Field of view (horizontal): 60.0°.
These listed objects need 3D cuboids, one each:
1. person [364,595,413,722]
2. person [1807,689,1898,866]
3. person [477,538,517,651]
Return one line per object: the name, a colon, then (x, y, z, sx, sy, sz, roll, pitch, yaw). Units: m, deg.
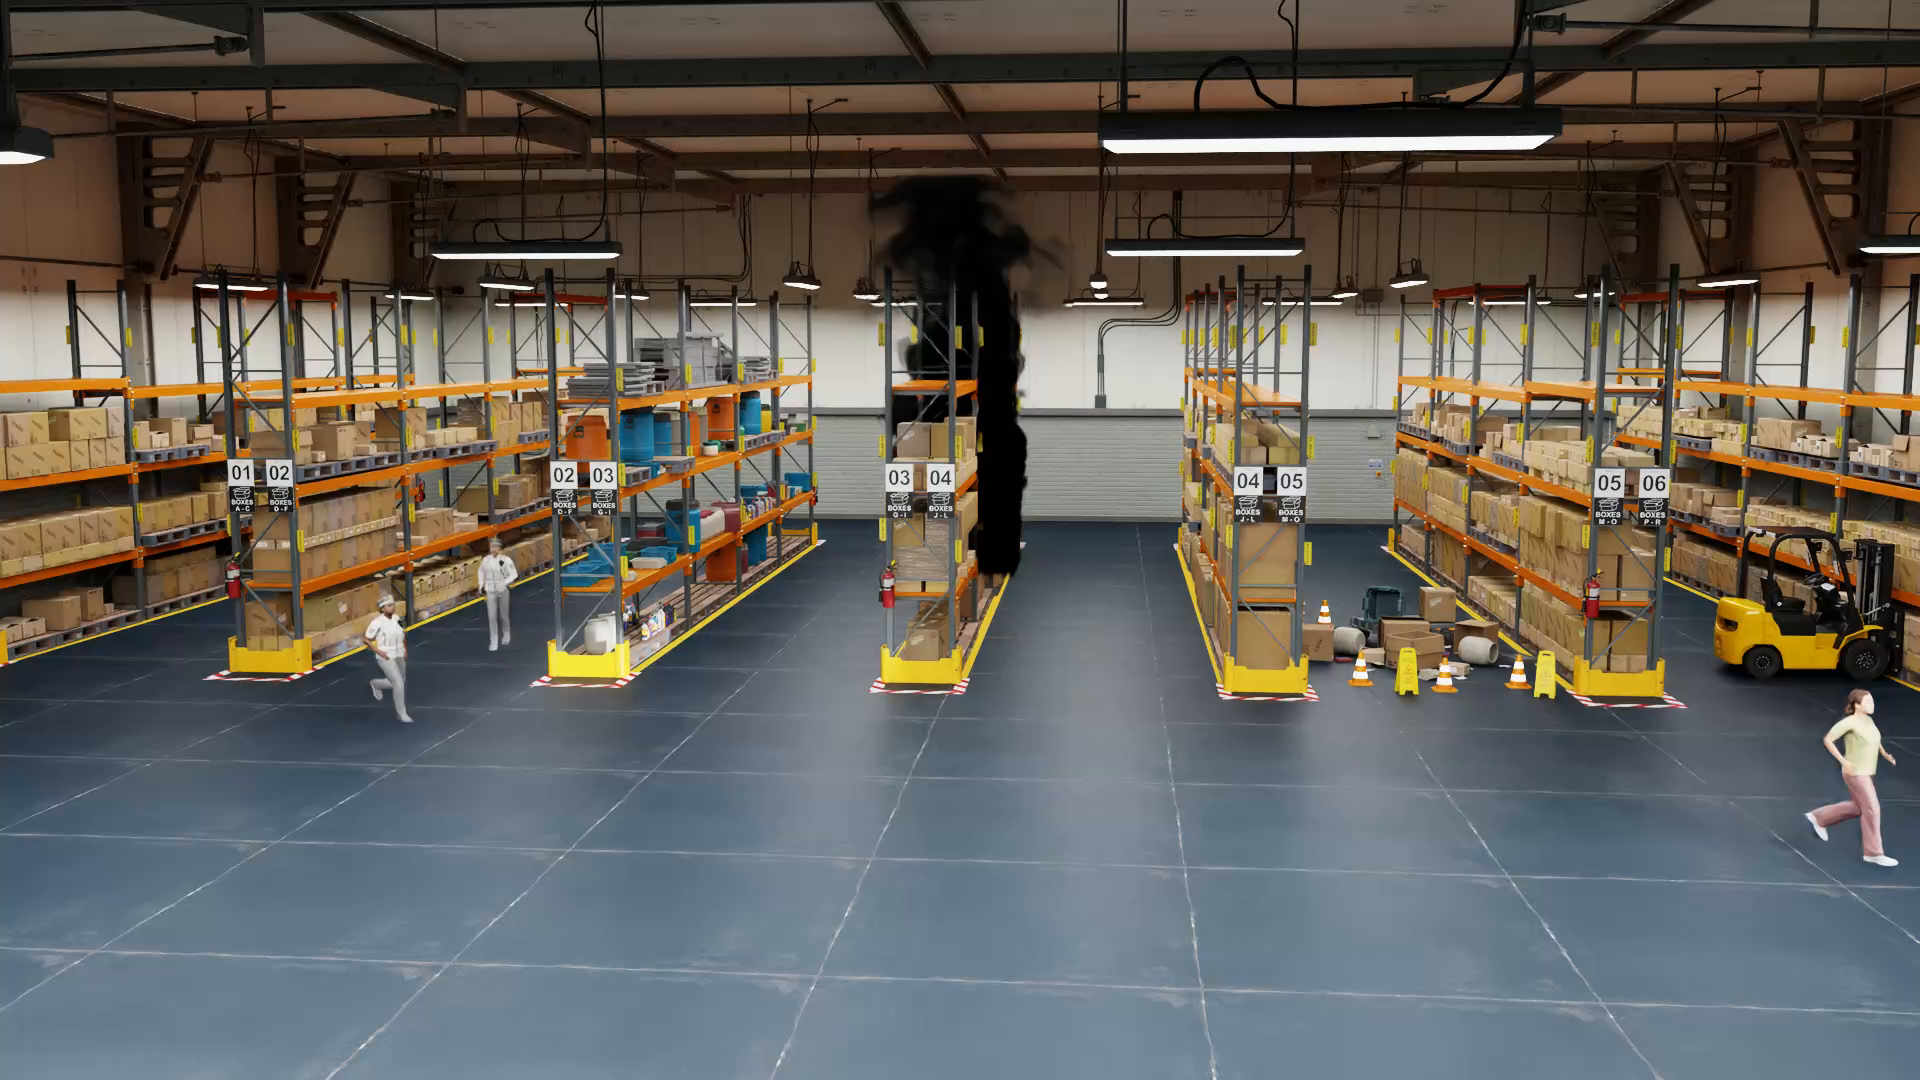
person: (-7.528, 1.551, 21.904, 0.809, 1.675, 0.573, 4, 8, 28)
person: (8.603, 2.237, 15.992, 0.605, 1.645, 0.907, -5, 8, -35)
person: (-7.060, 0.805, 25.330, 0.642, 1.695, 0.773, 0, 7, -3)
